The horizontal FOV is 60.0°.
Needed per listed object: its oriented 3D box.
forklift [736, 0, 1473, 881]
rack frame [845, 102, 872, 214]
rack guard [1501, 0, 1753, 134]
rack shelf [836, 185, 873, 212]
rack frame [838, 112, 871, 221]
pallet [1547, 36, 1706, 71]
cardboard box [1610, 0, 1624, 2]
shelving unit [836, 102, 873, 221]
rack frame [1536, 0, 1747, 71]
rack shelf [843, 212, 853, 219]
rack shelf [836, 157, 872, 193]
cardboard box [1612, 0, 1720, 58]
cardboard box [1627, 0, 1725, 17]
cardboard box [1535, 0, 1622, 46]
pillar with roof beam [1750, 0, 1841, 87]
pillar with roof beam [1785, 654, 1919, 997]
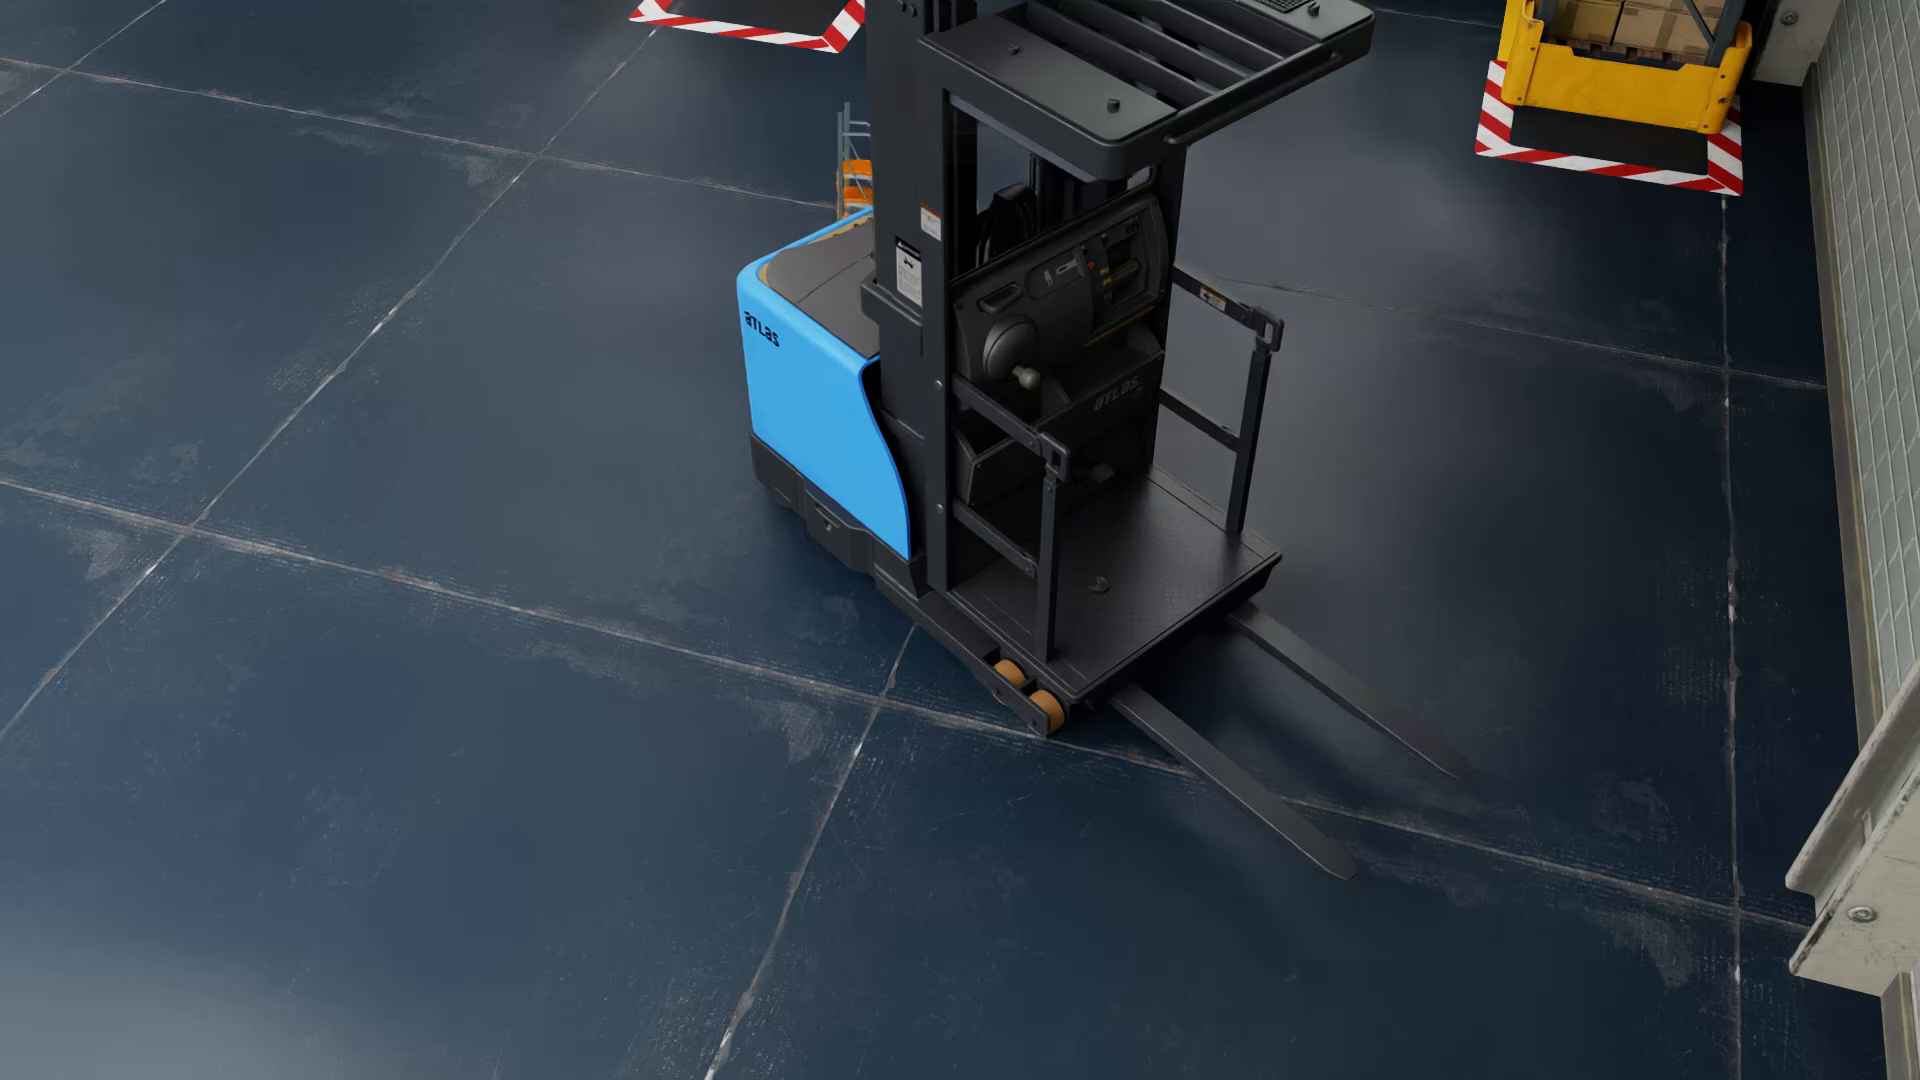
[{"bbox_3d":[0.489,-0.746,5.416,1.130,2.935,3.031,-32,53,-28],"label":"forklift"},{"bbox_3d":[-0.381,-1.301,7.253,0.240,1.200,0.006,4,28,4],"label":"rack frame"},{"bbox_3d":[3.607,-2.599,9.048,1.175,0.500,0.348,13,46,13],"label":"rack guard"},{"bbox_3d":[-0.385,-1.430,7.079,0.258,0.103,0.180,4,28,4],"label":"rack shelf"},{"bbox_3d":[-0.400,-1.215,7.092,0.240,1.200,0.006,4,28,4],"label":"rack frame"},{"bbox_3d":[3.806,-3.030,9.696,1.003,0.211,1.213,13,46,13],"label":"pallet"},{"bbox_3d":[3.464,-3.245,9.230,0.500,0.250,0.500,12,46,12],"label":"cardboard box"},{"bbox_3d":[-0.391,-1.258,7.172,0.258,1.200,0.189,4,28,4],"label":"shelving unit"},{"bbox_3d":[3.614,-3.508,8.190,1.000,3.000,0.127,13,46,13],"label":"rack frame"},{"bbox_3d":[-0.388,-1.325,7.136,0.258,0.103,0.180,4,28,4],"label":"rack shelf"},{"bbox_3d":[-0.381,-1.536,7.023,0.258,0.103,0.180,4,28,4],"label":"rack shelf"},{"bbox_3d":[3.949,-2.961,9.297,0.500,0.250,0.500,13,46,13],"label":"cardboard box"},{"bbox_3d":[3.955,-3.124,9.106,0.500,0.250,0.500,13,46,13],"label":"cardboard box"},{"bbox_3d":[3.456,-3.056,9.394,0.500,0.250,0.500,13,46,13],"label":"cardboard box"},{"bbox_3d":[0.581,-6.837,7.303,9.100,9.000,0.400,13,46,13],"label":"pillar with roof beam"},{"bbox_3d":[-1.236,-2.838,3.216,9.100,9.000,0.400,13,46,13],"label":"pillar with roof beam"}]
